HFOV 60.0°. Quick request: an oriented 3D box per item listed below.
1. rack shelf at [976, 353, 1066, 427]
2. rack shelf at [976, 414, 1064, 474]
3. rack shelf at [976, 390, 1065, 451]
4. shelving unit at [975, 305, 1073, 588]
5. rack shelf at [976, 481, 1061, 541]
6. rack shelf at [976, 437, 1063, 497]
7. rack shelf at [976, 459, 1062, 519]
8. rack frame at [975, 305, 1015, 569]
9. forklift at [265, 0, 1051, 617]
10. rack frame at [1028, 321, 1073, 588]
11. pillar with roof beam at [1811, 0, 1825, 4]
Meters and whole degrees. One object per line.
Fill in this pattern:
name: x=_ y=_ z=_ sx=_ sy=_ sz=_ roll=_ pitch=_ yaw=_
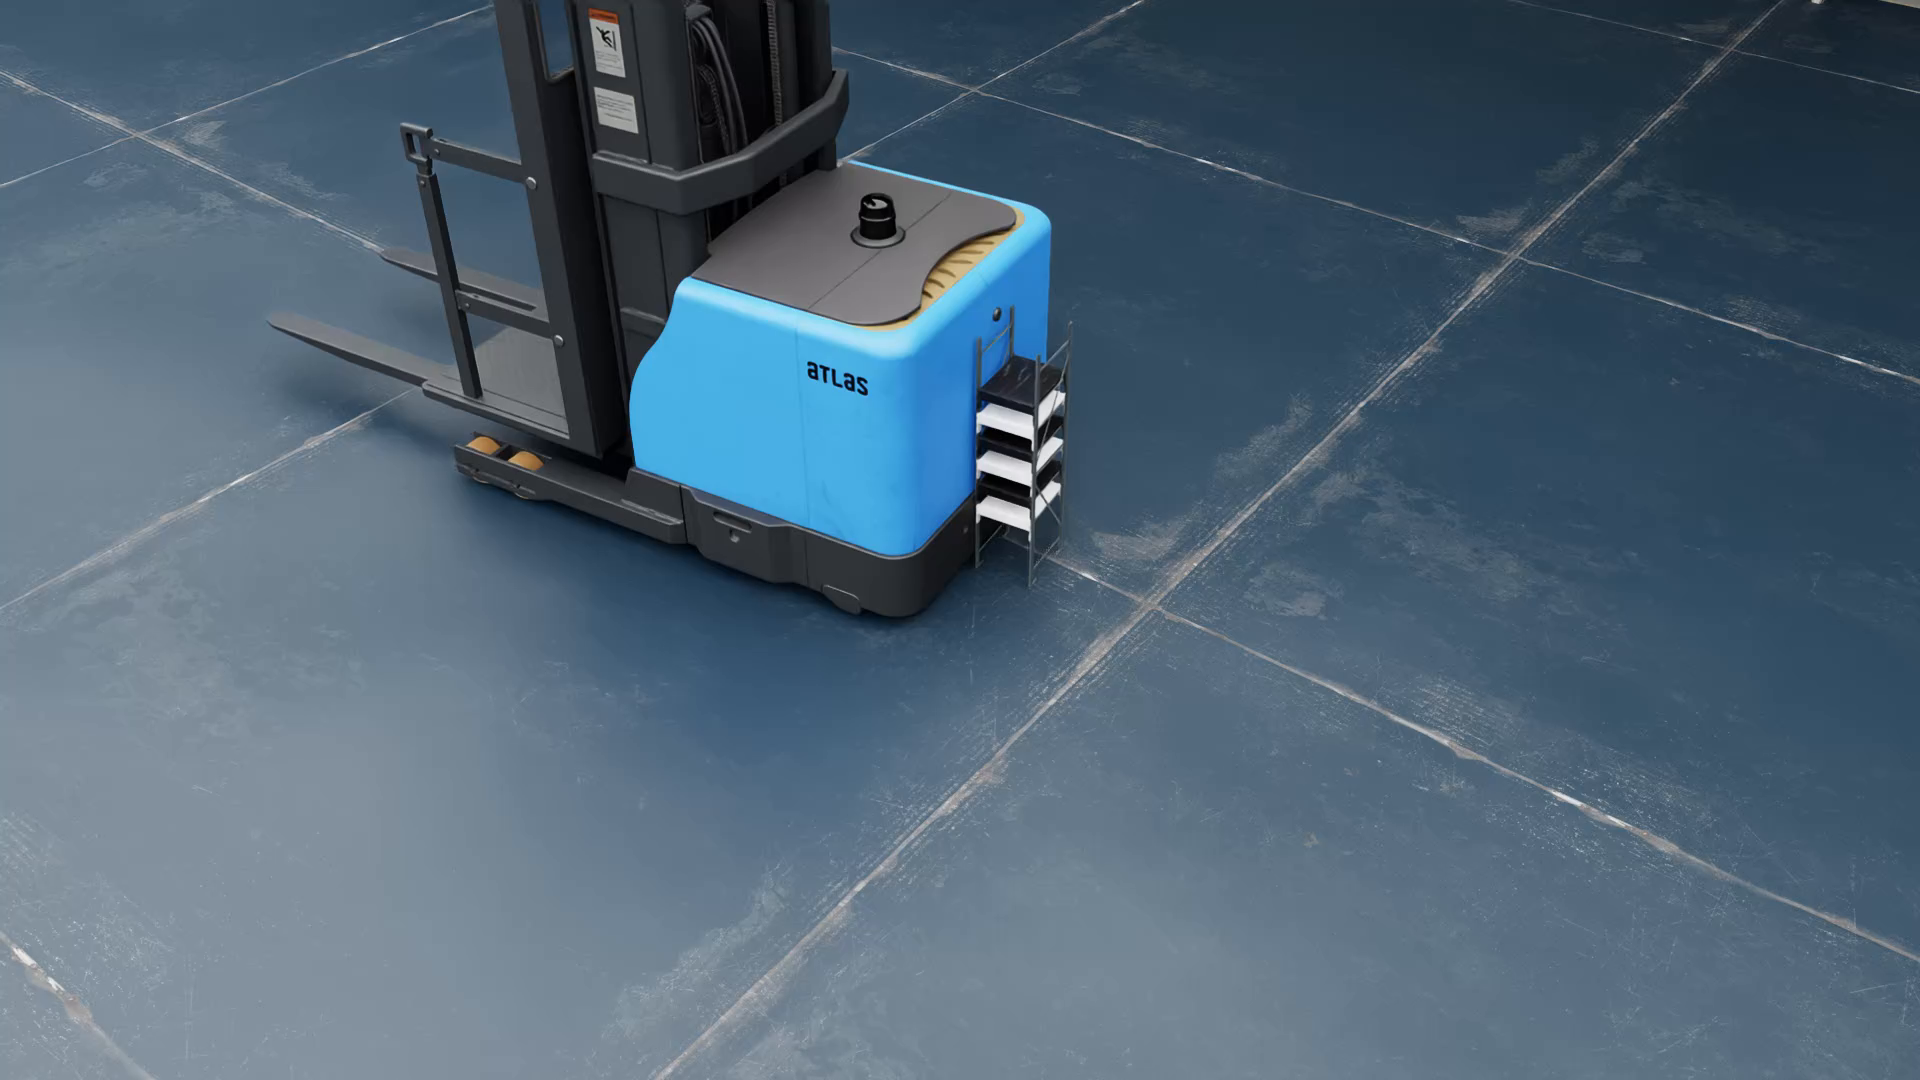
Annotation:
rack shelf: x=0.201 y=-0.476 z=5.244 sx=0.200 sy=0.077 sz=0.258 roll=19 pitch=42 yaw=23
rack shelf: x=0.201 y=-0.335 z=5.355 sx=0.200 sy=0.077 sz=0.258 roll=19 pitch=42 yaw=23
rack shelf: x=0.201 y=-0.405 z=5.300 sx=0.200 sy=0.077 sz=0.258 roll=19 pitch=42 yaw=23
shelving unit: x=0.201 y=-0.290 z=5.390 sx=0.210 sy=0.900 sz=0.258 roll=19 pitch=42 yaw=23
rack shelf: x=0.201 y=-0.122 z=5.522 sx=0.200 sy=0.077 sz=0.258 roll=19 pitch=42 yaw=23
rack shelf: x=0.201 y=-0.264 z=5.411 sx=0.200 sy=0.077 sz=0.258 roll=19 pitch=42 yaw=23
rack shelf: x=0.201 y=-0.193 z=5.466 sx=0.200 sy=0.077 sz=0.258 roll=19 pitch=42 yaw=23
rack frame: x=0.112 y=-0.320 z=5.429 sx=0.006 sy=0.900 sz=0.240 roll=19 pitch=42 yaw=23
forklift: x=-1.229 y=-1.564 z=5.370 sx=3.031 sy=2.935 sz=1.130 roll=19 pitch=42 yaw=23
rack frame: x=0.289 y=-0.259 z=5.351 sx=0.006 sy=0.900 sz=0.240 roll=19 pitch=42 yaw=23
pillar with roof beam: x=2.383 y=-4.737 z=4.500 sx=0.400 sy=9.000 sz=9.100 roll=25 pitch=45 yaw=29
